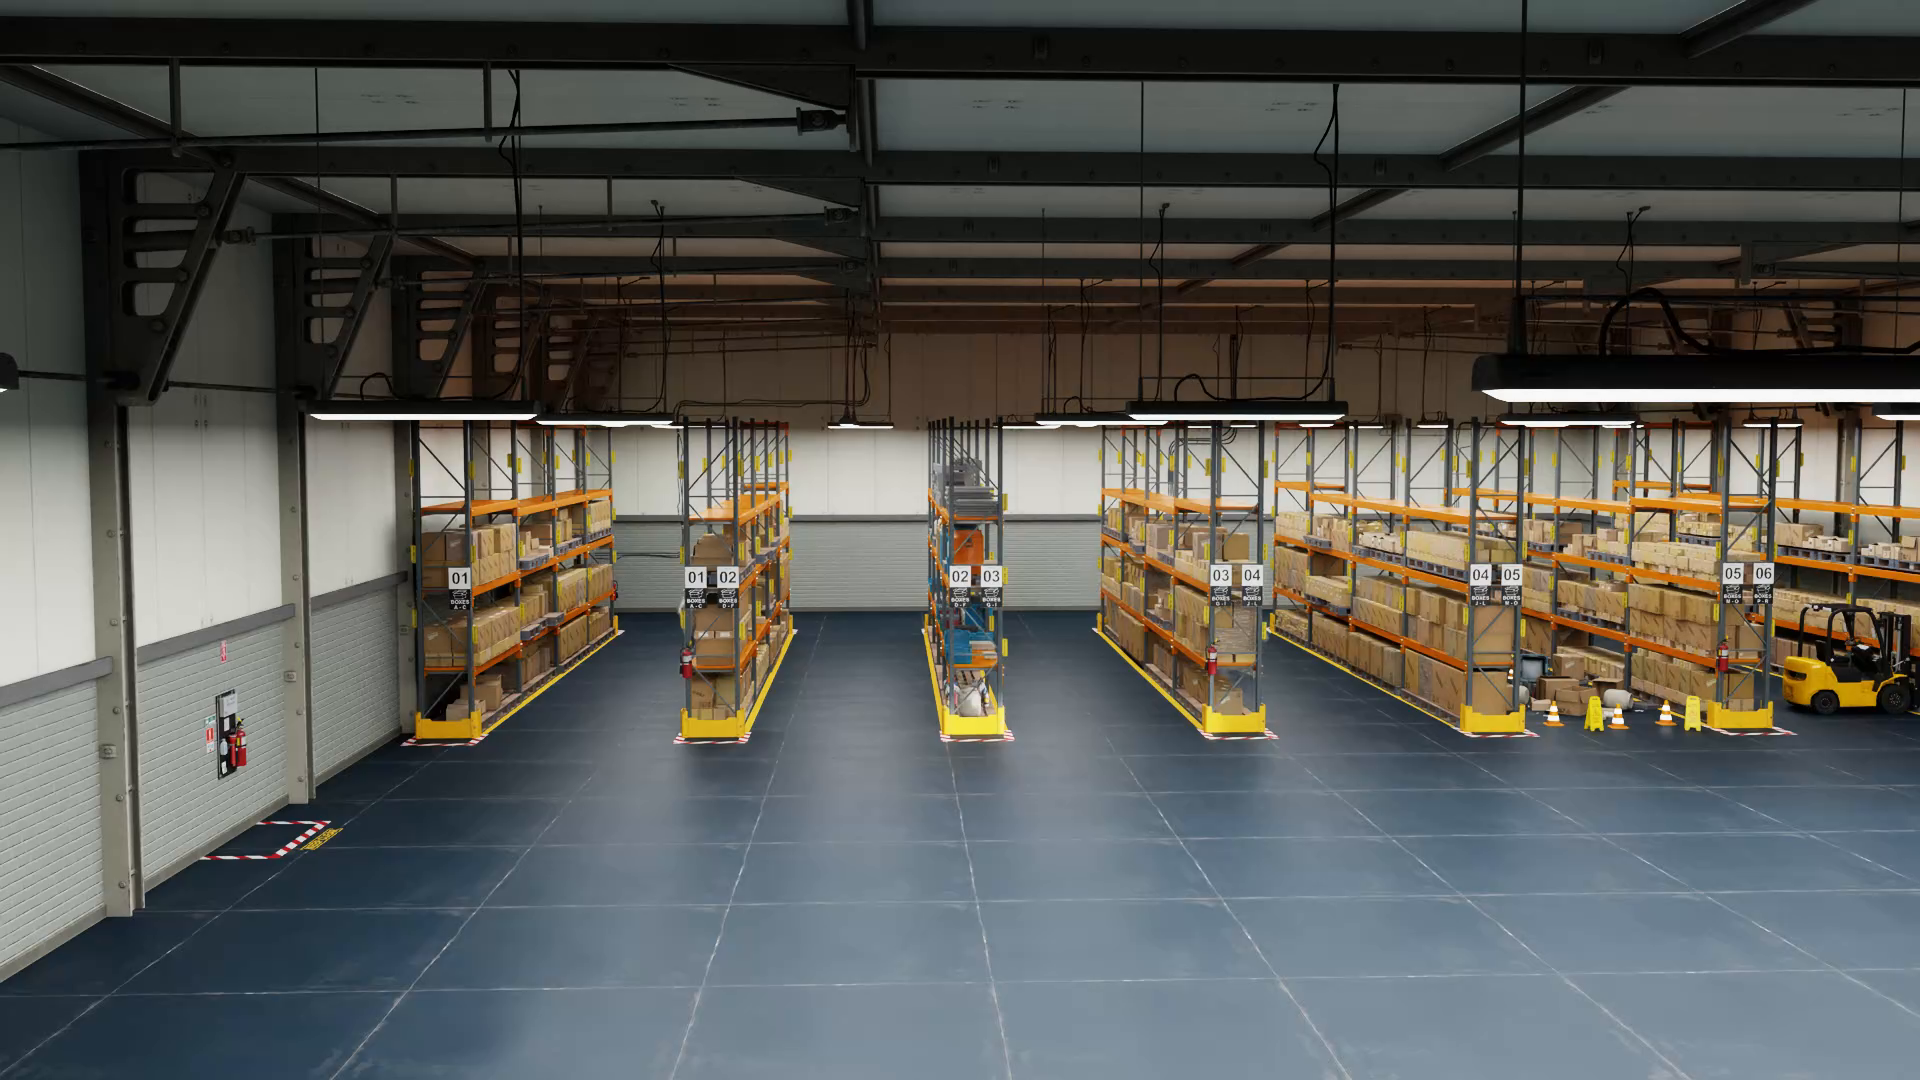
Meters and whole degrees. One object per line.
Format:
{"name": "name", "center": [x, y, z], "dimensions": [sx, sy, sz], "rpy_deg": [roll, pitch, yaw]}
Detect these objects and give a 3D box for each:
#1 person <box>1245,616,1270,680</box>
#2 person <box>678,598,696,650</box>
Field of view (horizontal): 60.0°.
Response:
{"name": "person", "center": [6.825, 2.445, 38.516], "dimensions": [0.605, 1.497, 1.049], "rpy_deg": [0, 4, 0]}
{"name": "person", "center": [-6.952, 2.158, 42.624], "dimensions": [0.558, 1.604, 0.800], "rpy_deg": [0, 4, 1]}
